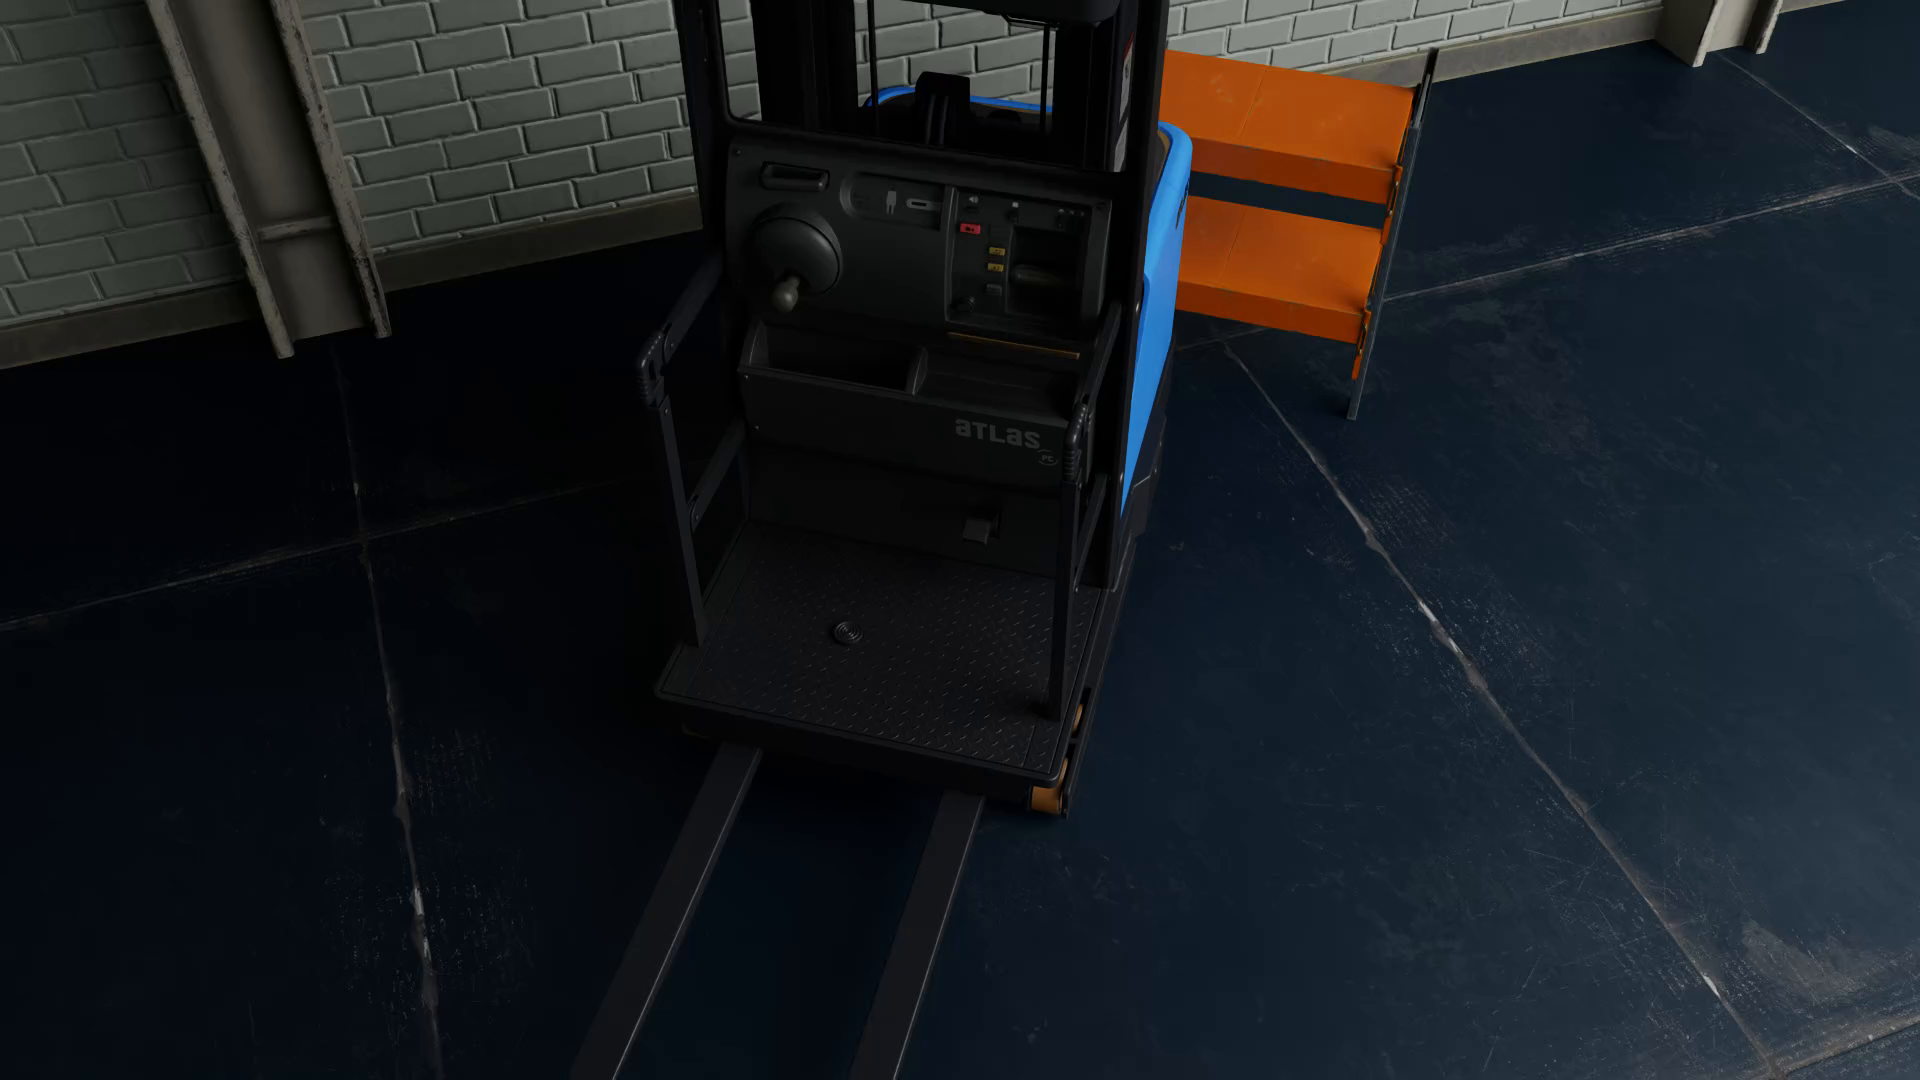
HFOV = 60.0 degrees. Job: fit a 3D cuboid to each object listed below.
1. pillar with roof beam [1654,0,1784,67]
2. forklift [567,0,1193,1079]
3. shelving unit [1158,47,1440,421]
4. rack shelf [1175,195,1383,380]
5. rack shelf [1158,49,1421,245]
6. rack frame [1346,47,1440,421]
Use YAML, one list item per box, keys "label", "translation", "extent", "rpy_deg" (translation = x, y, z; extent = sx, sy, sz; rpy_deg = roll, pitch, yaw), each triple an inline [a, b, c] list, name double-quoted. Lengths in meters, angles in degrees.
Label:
- label: "pillar with roof beam"
  translation: [4.822, -2.542, 1.430]
  extent: [0.400, 9.000, 9.100]
  rpy_deg: [-14, 47, -14]
- label: "forklift"
  translation: [-0.162, -0.604, 3.783]
  extent: [1.130, 2.935, 3.031]
  rpy_deg: [11, 46, 10]
- label: "shelving unit"
  translation: [0.923, -1.086, 5.538]
  extent: [1.048, 1.125, 0.538]
  rpy_deg: [13, 47, 13]
- label: "rack shelf"
  translation: [0.923, -0.913, 5.711]
  extent: [1.000, 0.278, 0.538]
  rpy_deg: [13, 47, 13]
- label: "rack shelf"
  translation: [0.923, -1.292, 5.331]
  extent: [1.000, 0.278, 0.538]
  rpy_deg: [13, 47, 13]
- label: "rack frame"
  translation: [1.406, -0.974, 5.426]
  extent: [0.032, 1.125, 0.500]
  rpy_deg: [13, 47, 13]
